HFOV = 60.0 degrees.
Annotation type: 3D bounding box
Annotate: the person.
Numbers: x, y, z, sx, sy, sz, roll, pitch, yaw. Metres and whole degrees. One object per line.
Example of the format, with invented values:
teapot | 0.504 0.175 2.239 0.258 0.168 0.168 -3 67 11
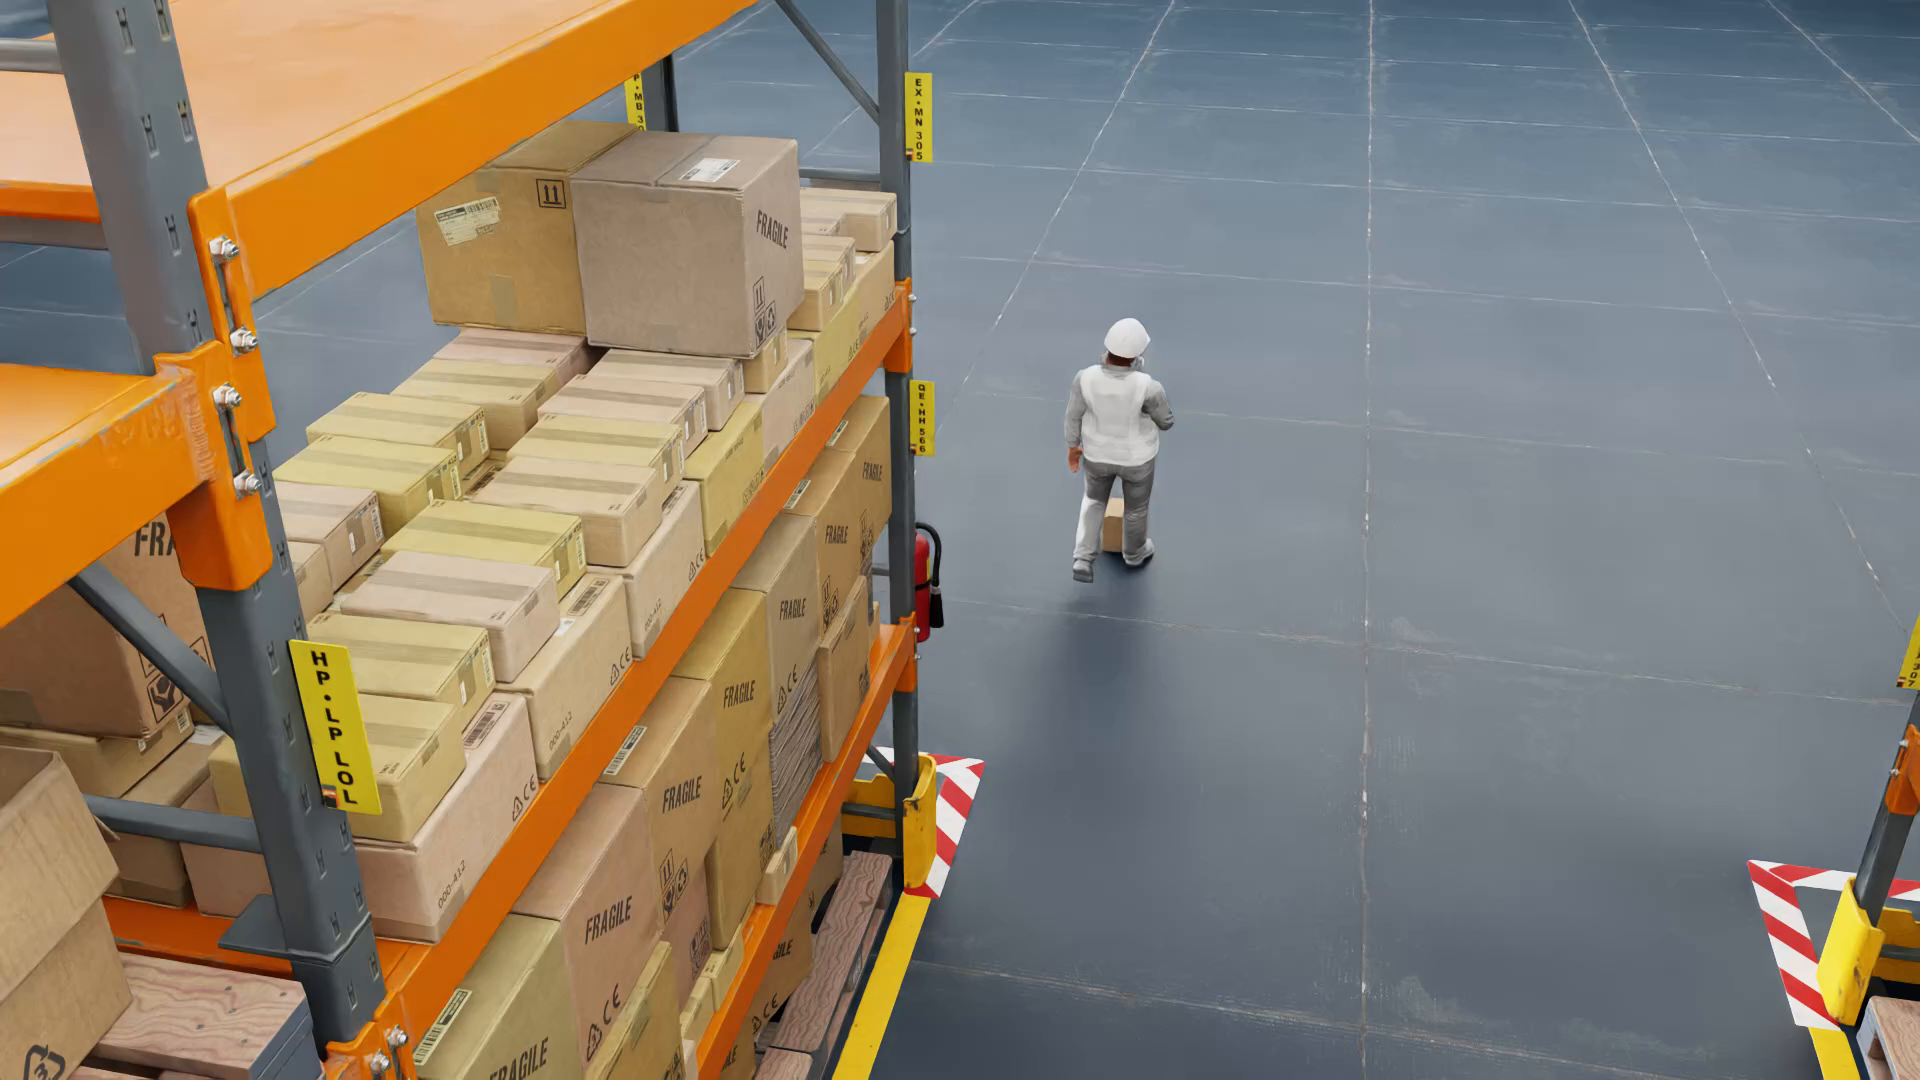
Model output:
person | 0.948 -0.552 9.634 0.611 1.716 0.808 11 30 19
